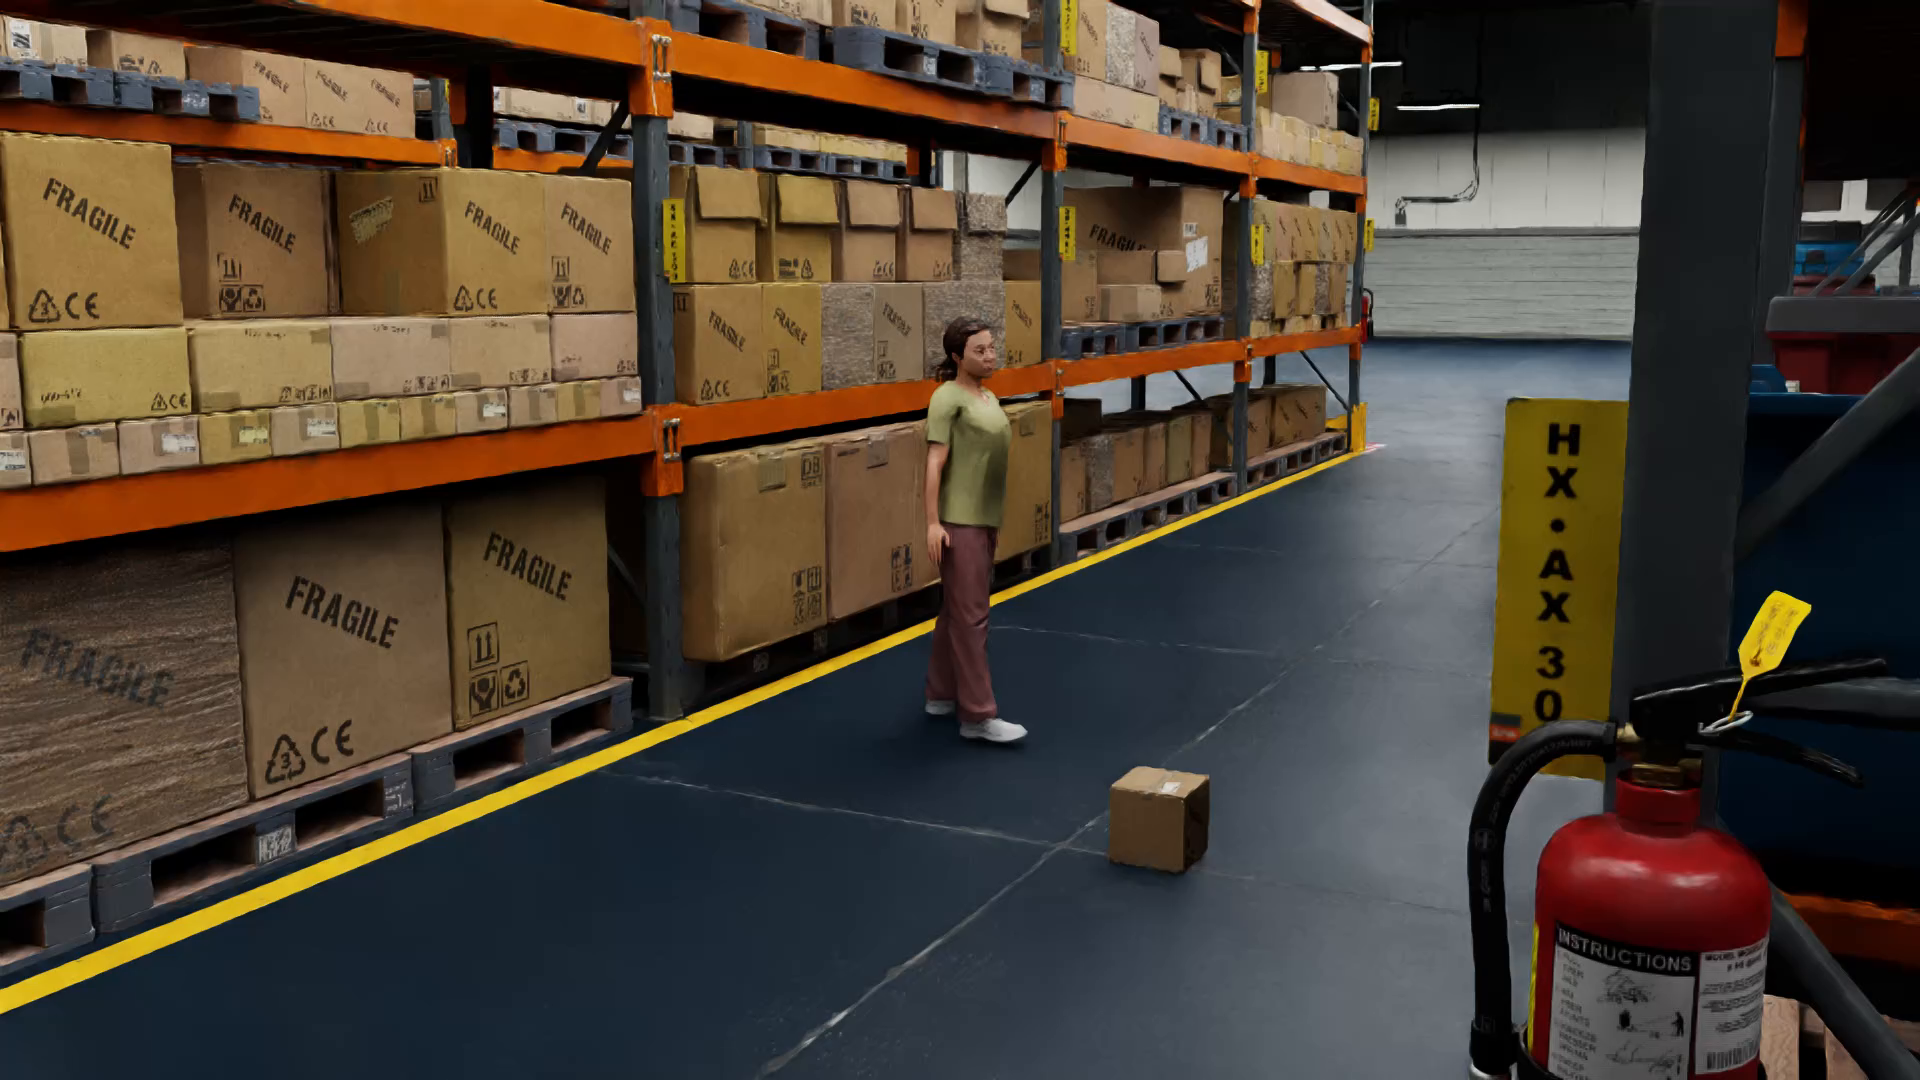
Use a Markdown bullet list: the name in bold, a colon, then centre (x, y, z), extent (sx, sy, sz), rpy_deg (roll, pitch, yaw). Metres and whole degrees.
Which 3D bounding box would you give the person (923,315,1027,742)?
- **person**: centre (0.054, 0.069, 6.651), extent (0.577, 1.418, 0.620), rpy_deg (5, 10, 26)
